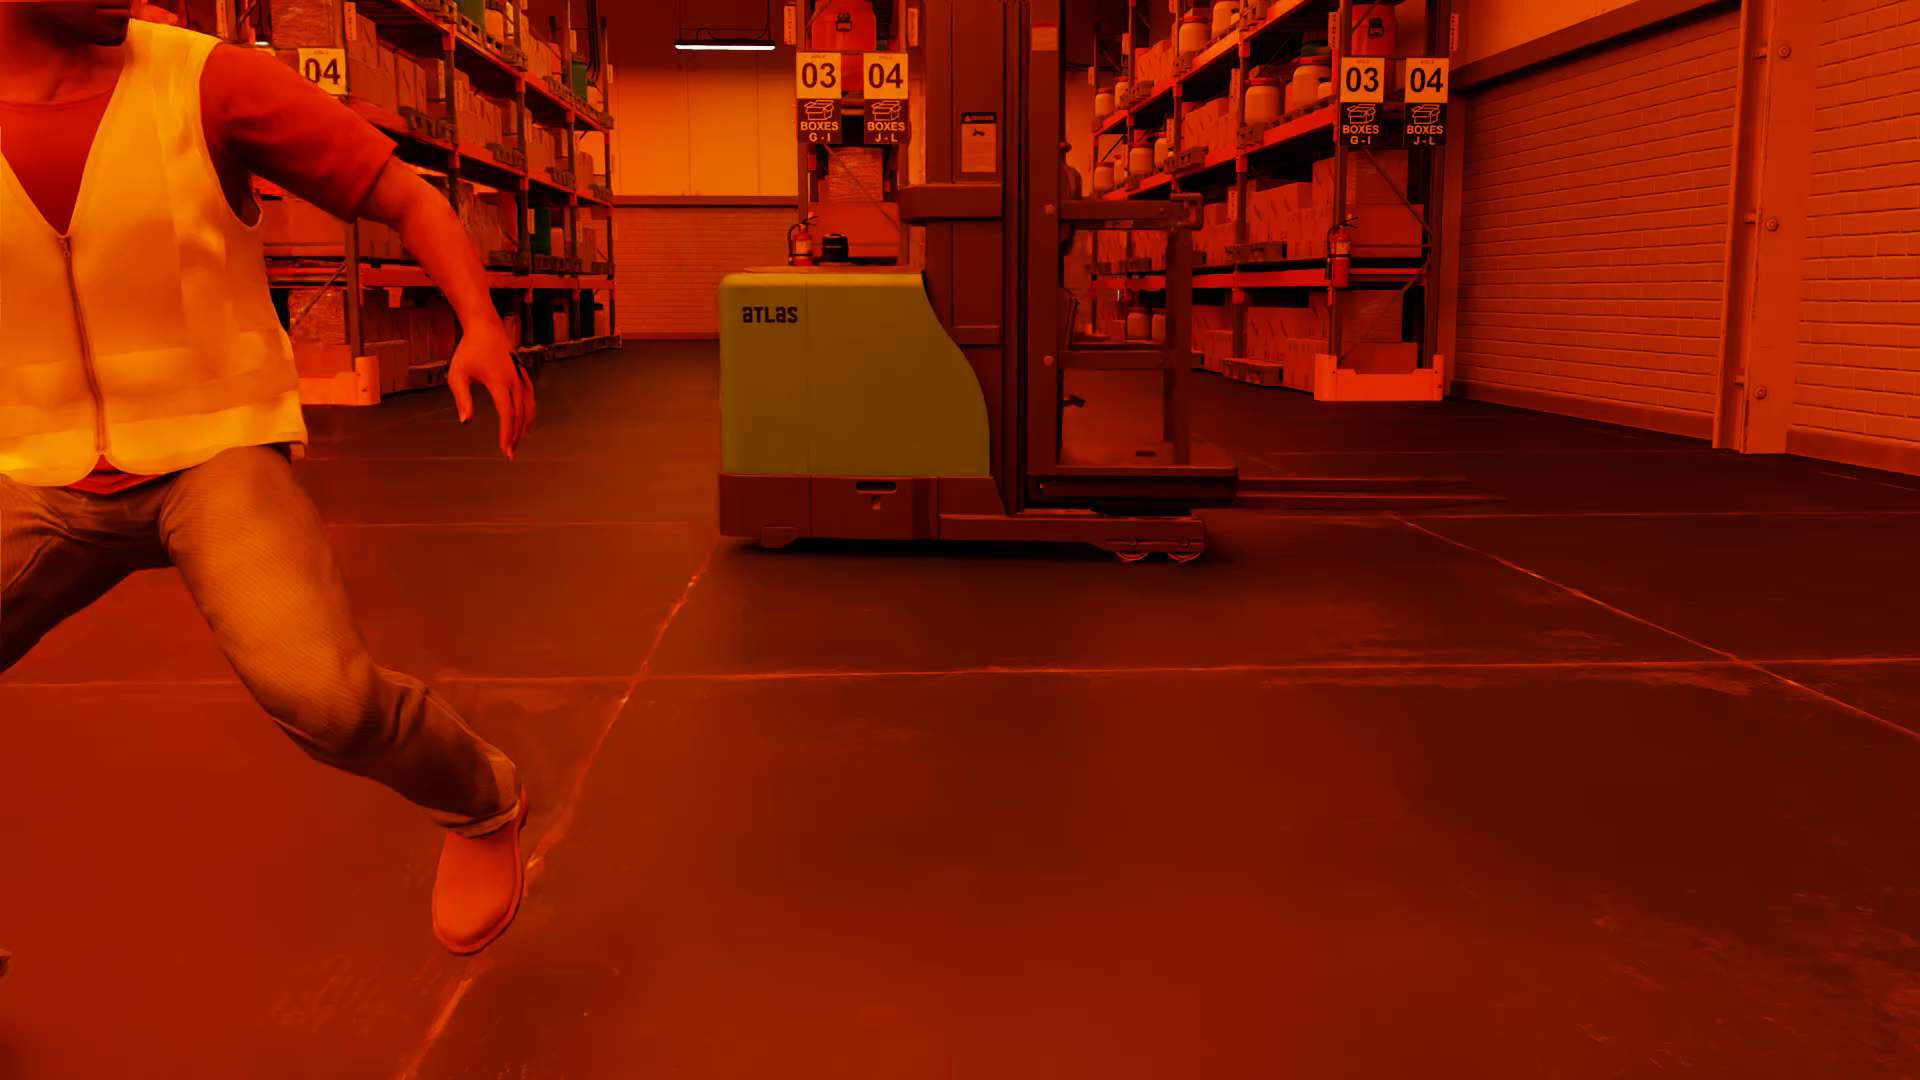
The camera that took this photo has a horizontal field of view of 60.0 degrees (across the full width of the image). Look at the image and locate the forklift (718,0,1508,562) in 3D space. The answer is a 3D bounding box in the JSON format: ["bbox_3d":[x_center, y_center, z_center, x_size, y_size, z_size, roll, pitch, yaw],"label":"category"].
[{"bbox_3d":[0.605,-1.449,6.591,3.031,2.935,1.130,1,8,5],"label":"forklift"}]

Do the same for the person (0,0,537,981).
[{"bbox_3d":[-1.168,-0.107,2.194,1.193,1.639,0.512,-1,9,-9],"label":"person"}]
